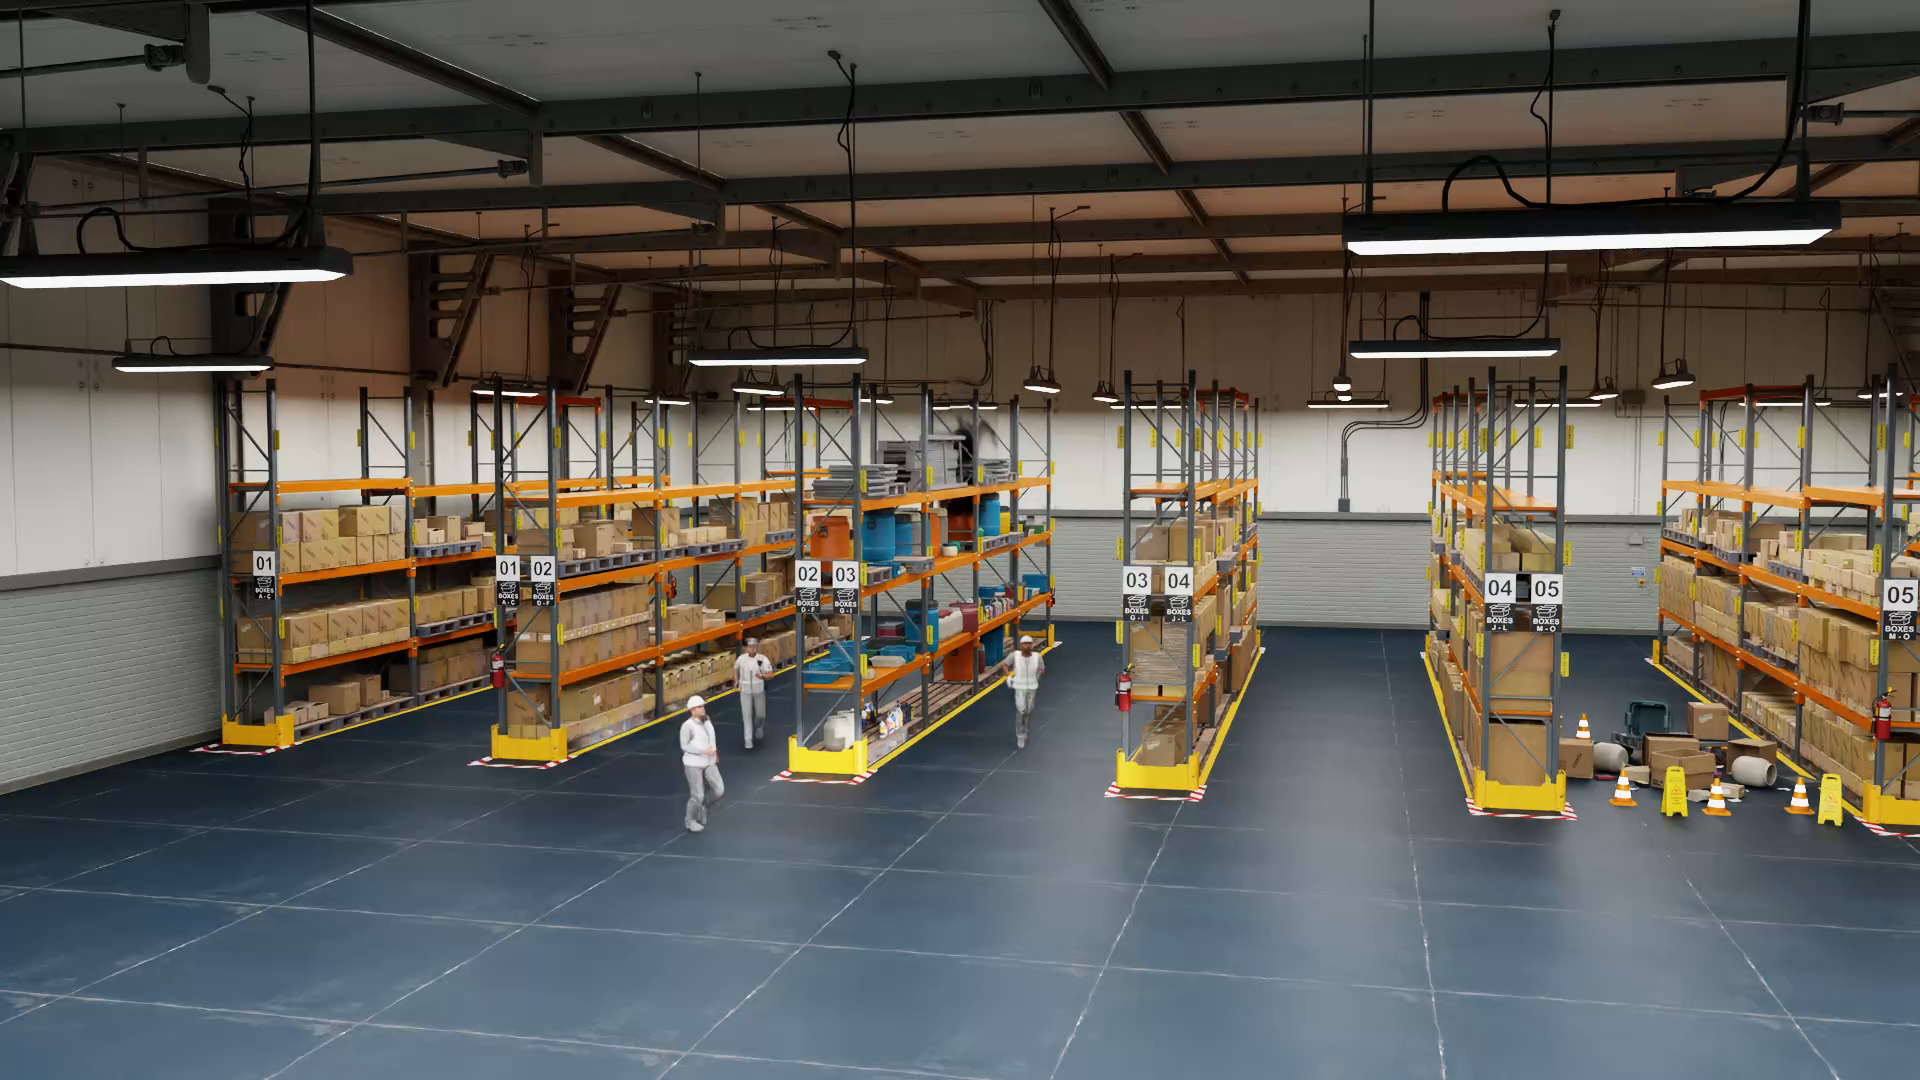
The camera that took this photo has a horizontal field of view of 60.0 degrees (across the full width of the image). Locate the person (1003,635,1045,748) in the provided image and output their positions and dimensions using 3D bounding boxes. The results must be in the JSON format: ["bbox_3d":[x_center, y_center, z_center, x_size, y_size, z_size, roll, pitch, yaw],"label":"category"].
[{"bbox_3d":[1.078,2.482,27.313,0.655,1.840,0.776,-1,4,-13],"label":"person"}]

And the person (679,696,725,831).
[{"bbox_3d":[-3.277,2.853,21.225,0.603,1.732,0.643,3,4,38],"label":"person"}]

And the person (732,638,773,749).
[{"bbox_3d":[-3.394,2.467,27.211,0.669,1.758,0.941,0,3,-6],"label":"person"}]
